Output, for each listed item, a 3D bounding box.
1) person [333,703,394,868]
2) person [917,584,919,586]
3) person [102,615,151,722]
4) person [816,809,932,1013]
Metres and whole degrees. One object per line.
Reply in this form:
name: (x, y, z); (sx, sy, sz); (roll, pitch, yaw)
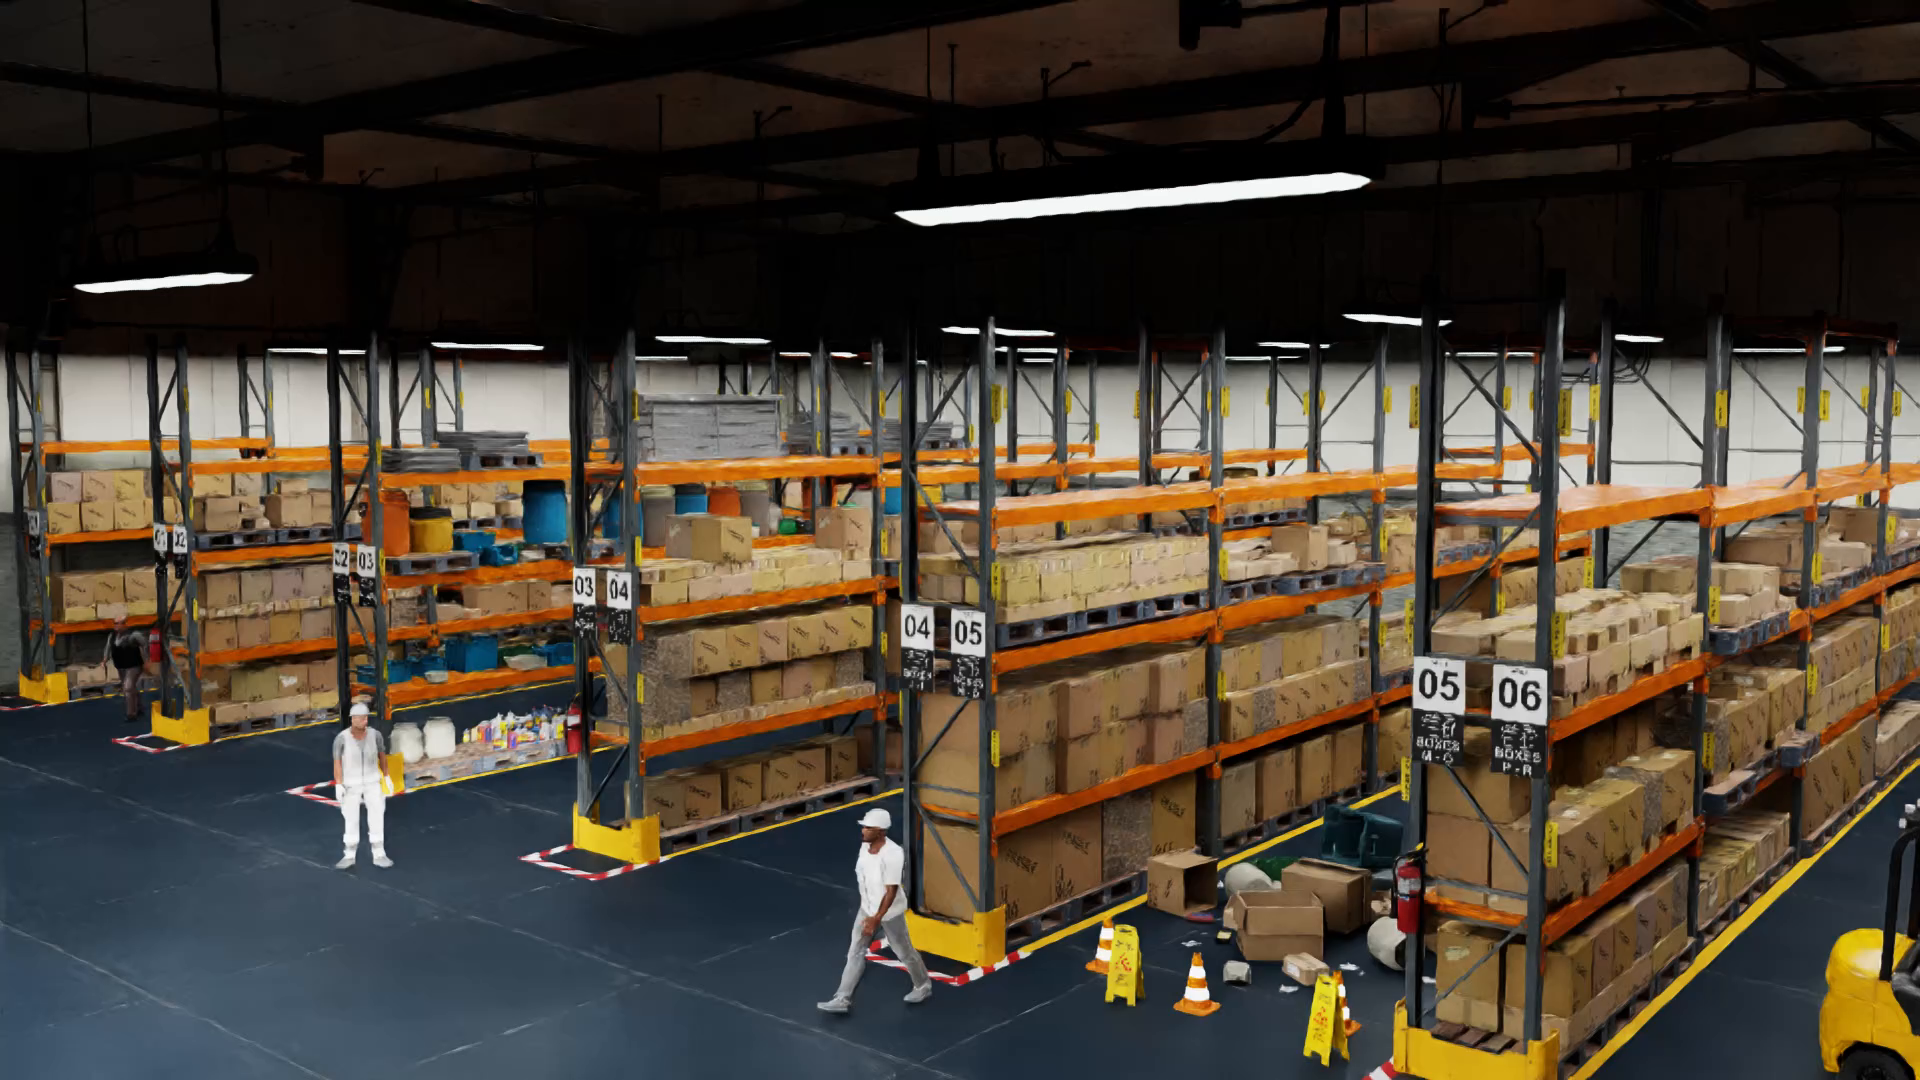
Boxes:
person: (-6.450, 2.642, 17.973); (0.629, 1.790, 0.433); (-3, 6, -30)
person: (-0.961, 1.220, 35.394); (0.566, 1.541, 0.519); (4, 6, 36)
person: (-13.032, 1.987, 26.074); (0.684, 1.660, 0.795); (2, 5, 19)
person: (-0.675, 3.065, 13.798); (1.042, 1.708, 0.566); (-5, 7, -42)
